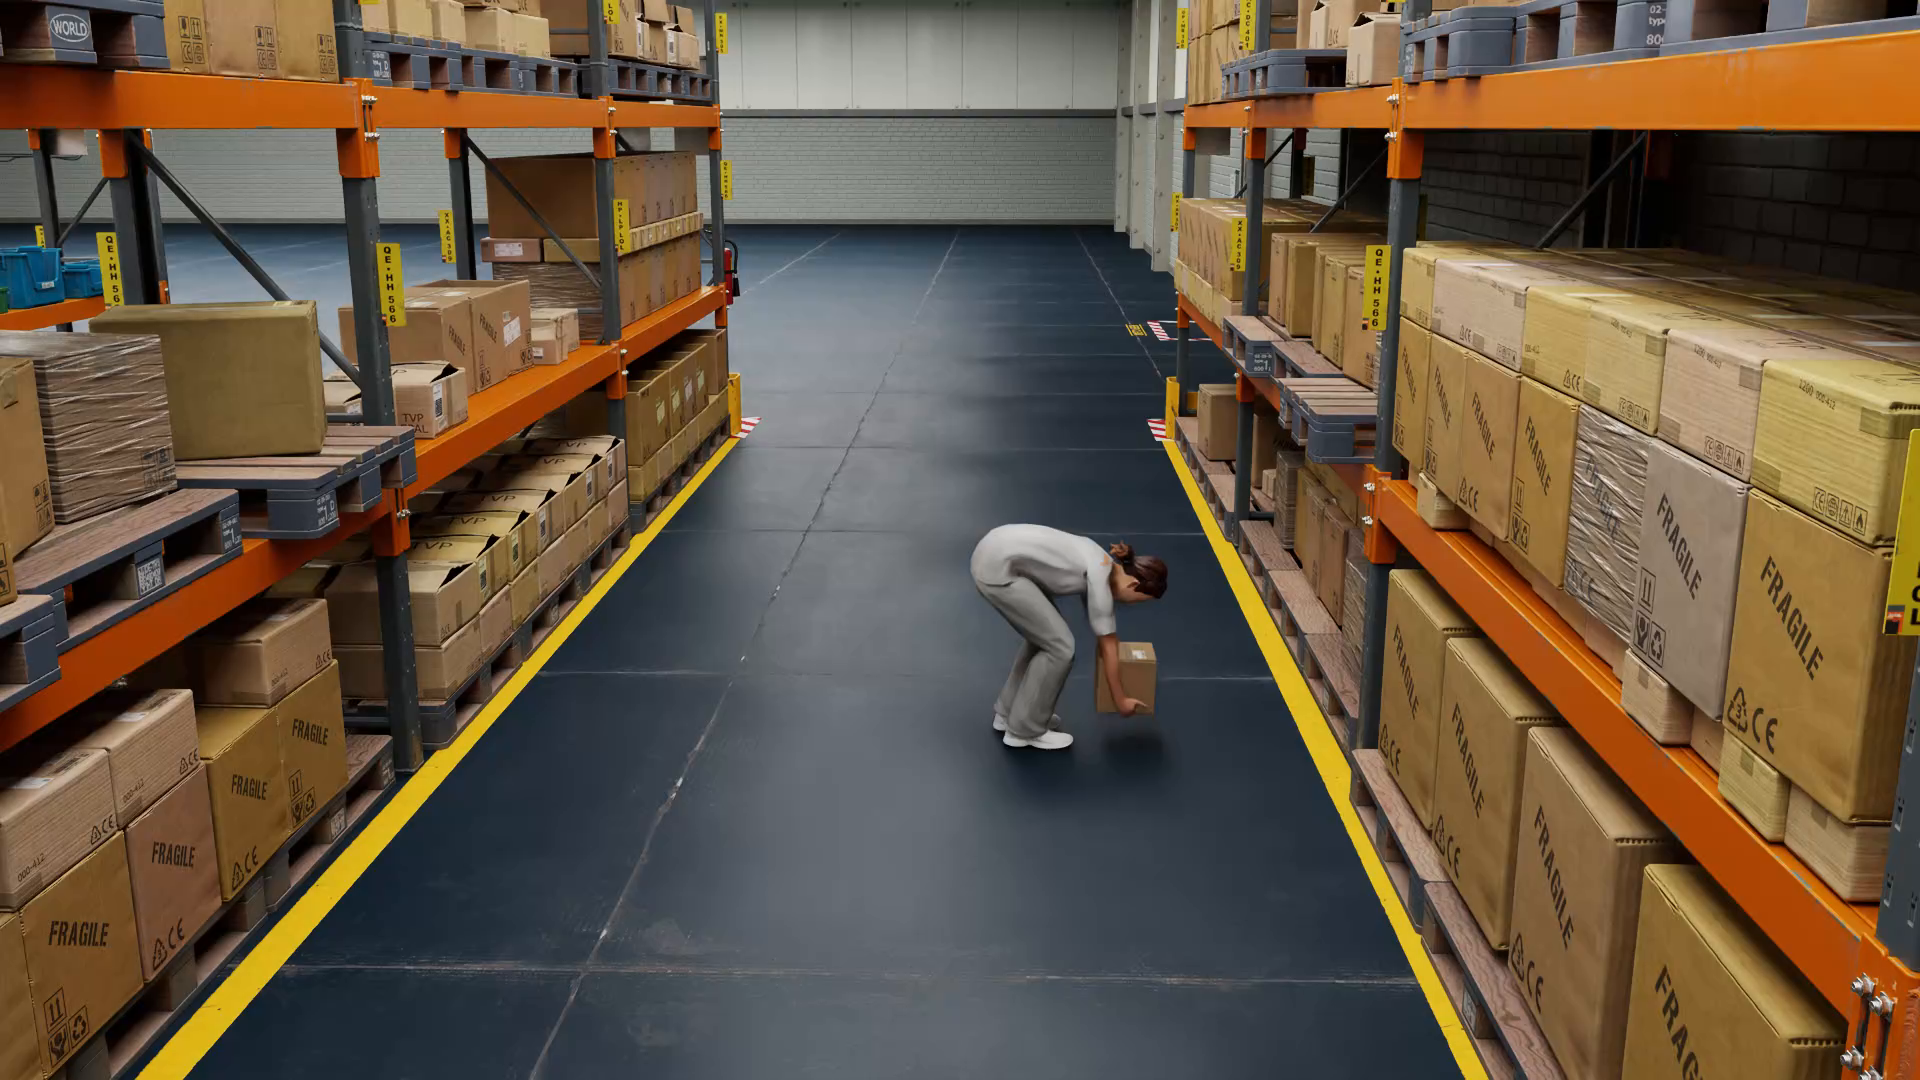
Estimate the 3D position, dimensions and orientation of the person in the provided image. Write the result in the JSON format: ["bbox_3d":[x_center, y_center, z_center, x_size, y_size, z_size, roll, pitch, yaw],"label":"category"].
[{"bbox_3d":[0.489,0.394,7.301,0.868,1.009,0.436,0,14,-1],"label":"person"}]
